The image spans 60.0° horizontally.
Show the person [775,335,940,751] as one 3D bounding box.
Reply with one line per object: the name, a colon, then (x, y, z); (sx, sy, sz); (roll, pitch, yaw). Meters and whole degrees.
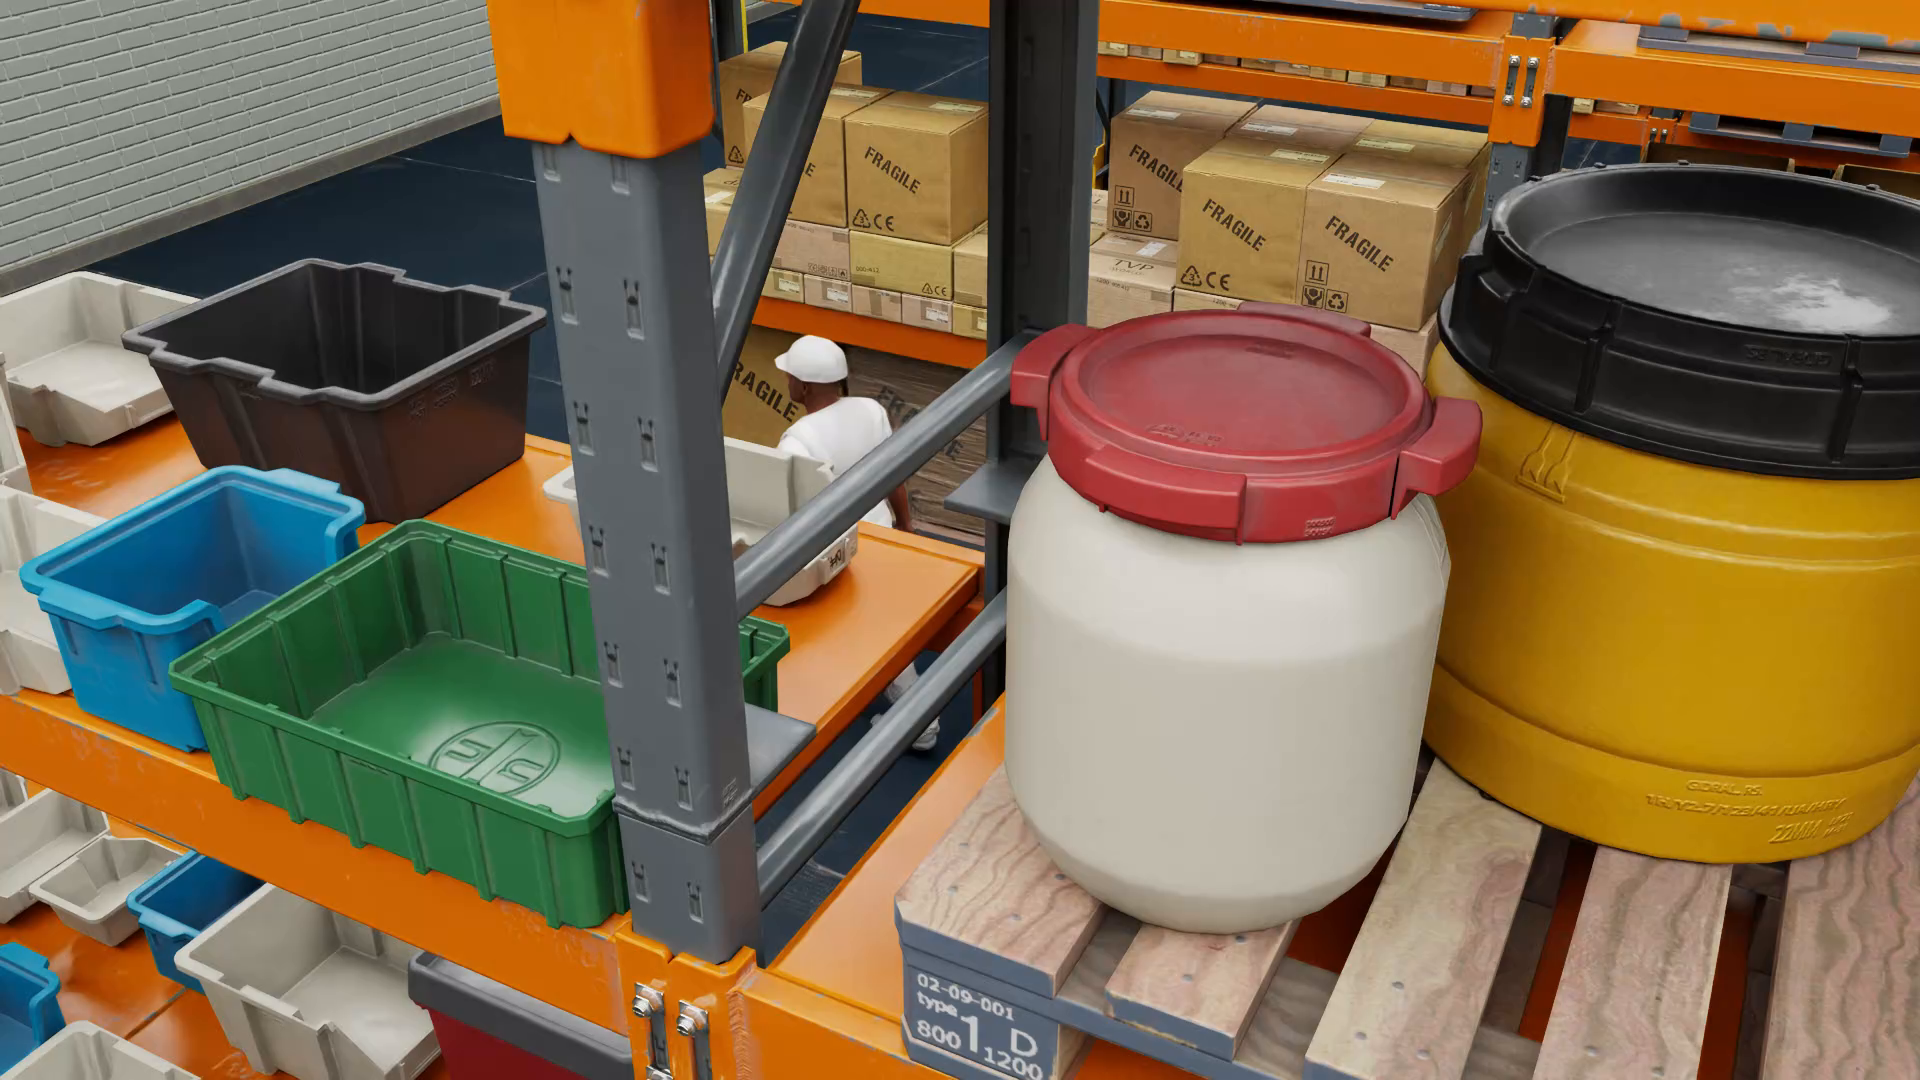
person: (-0.532, -0.011, 6.620); (1.052, 1.698, 0.603); (16, 34, 26)
